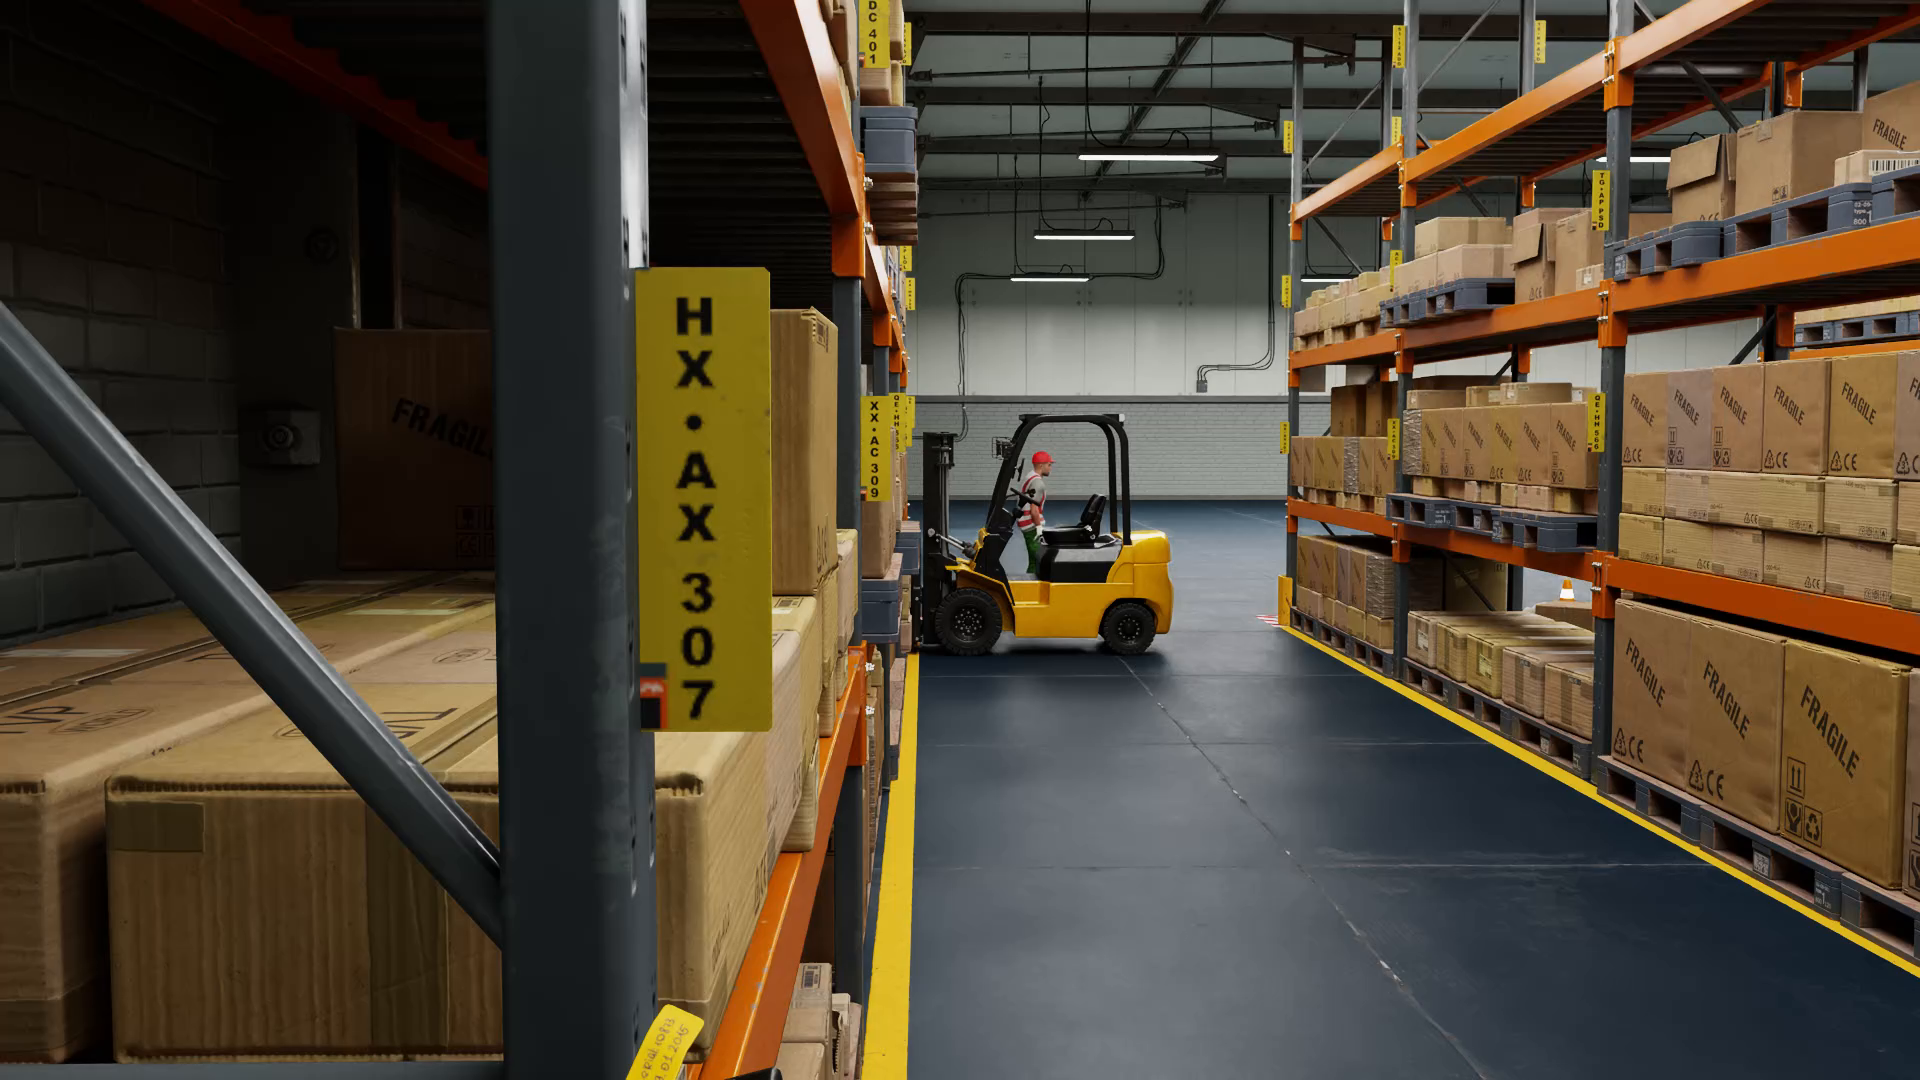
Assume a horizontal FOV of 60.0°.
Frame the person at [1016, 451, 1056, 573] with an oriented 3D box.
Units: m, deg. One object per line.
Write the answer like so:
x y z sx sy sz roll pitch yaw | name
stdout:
0.872 -0.119 18.927 0.453 1.777 0.609 0 4 -4 | person
